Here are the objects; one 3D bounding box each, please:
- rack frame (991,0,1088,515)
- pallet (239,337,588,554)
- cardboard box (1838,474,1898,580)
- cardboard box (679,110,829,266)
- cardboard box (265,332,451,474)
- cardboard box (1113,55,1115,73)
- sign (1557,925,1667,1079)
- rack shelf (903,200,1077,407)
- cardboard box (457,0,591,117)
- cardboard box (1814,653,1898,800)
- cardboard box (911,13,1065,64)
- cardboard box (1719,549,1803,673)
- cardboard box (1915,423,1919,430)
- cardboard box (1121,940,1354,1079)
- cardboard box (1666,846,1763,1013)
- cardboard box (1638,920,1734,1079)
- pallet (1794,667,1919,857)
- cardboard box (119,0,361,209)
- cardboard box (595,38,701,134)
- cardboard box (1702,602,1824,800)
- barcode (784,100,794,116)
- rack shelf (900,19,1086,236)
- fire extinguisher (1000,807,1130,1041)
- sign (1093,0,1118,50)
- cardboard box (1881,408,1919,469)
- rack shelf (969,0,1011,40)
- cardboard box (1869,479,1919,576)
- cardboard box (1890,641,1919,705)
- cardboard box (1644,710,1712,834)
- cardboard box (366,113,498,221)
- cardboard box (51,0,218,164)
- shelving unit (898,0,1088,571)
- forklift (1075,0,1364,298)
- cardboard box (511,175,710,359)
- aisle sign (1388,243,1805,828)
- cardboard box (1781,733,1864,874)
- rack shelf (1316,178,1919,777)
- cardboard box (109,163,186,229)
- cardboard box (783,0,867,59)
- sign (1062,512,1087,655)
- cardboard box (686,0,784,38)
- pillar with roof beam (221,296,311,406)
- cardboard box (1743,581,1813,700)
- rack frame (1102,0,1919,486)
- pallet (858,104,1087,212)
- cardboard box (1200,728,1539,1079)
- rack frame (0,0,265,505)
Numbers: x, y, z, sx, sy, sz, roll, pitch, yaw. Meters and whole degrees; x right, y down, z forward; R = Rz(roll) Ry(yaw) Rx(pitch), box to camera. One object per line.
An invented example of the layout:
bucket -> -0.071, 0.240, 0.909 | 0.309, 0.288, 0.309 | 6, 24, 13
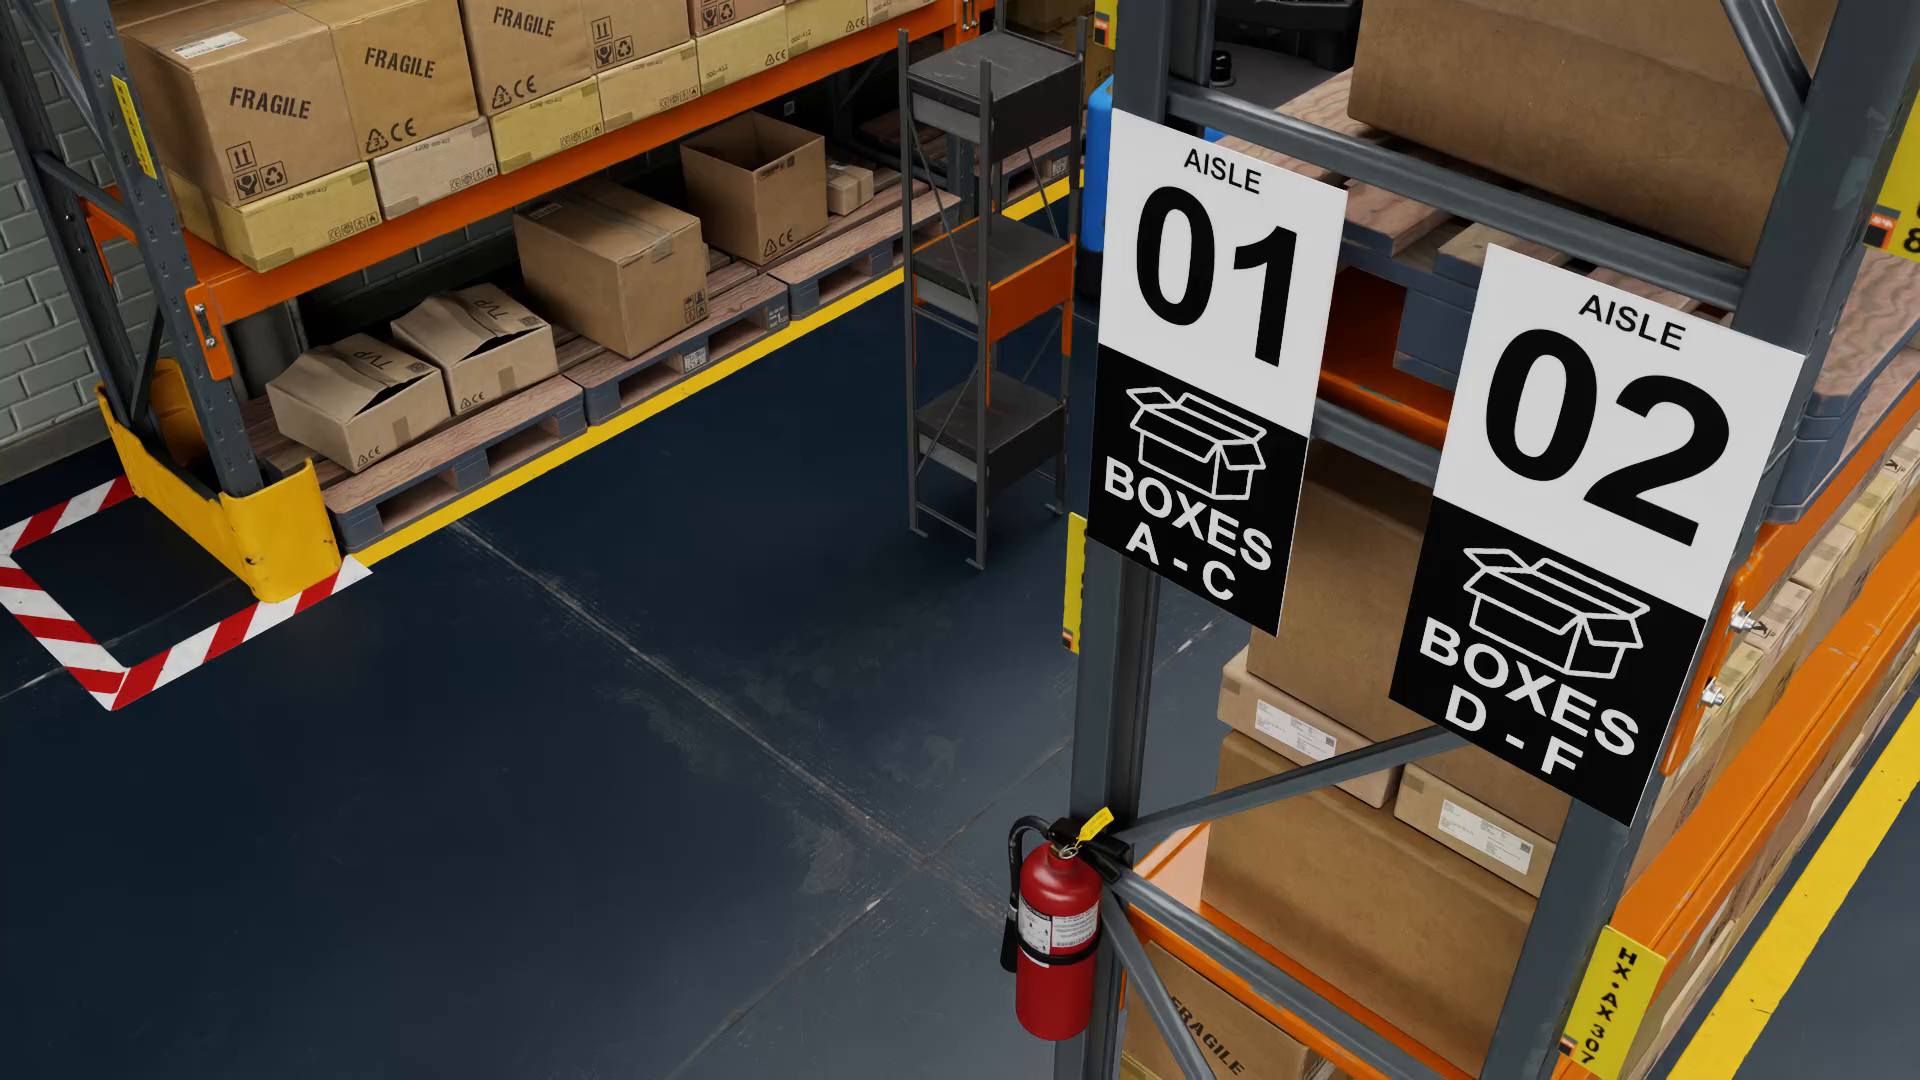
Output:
rack frame -> 0.276, -1.010, 6.333 | 0.400, 2.100, 0.015 | 30, 47, 32
pallet -> -2.406, -0.503, 7.213 | 1.003, 0.211, 1.213 | 30, 47, 32
cardboard box -> 1.919, -0.098, 3.862 | 0.380, 0.149, 0.250 | 29, 47, 31
cardboard box -> -1.003, -1.739, 8.182 | 0.500, 0.500, 0.500 | 26, 45, 29
cardboard box -> -2.498, -0.601, 6.903 | 0.500, 0.311, 0.500 | 24, 44, 27
cardboard box -> 0.837, -3.054, 9.835 | 0.700, 0.500, 0.500 | 30, 47, 32
sign -> 1.033, 0.743, 2.646 | 0.100, 0.325, 0.005 | 30, 47, 32
rack shelf -> 0.112, -0.887, 6.201 | 0.431, 0.518, 0.480 | 30, 47, 32
cardboard box -> -1.793, -1.995, 6.350 | 0.500, 0.500, 0.500 | 28, 46, 31
cardboard box -> 2.494, 0.419, 5.083 | 0.500, 0.500, 0.500 | 30, 47, 32
cardboard box -> 0.152, -2.578, 9.237 | 0.700, 0.500, 0.500 | 31, 48, 33
cardboard box -> 1.339, -0.147, 3.402 | 0.700, 0.500, 0.500 | 28, 46, 31
cardboard box -> 2.266, -0.333, 4.157 | 0.380, 0.149, 0.250 | 31, 48, 33
cardboard box -> 0.770, 1.124, 4.196 | 0.500, 0.500, 0.500 | 30, 47, 32
cardboard box -> 1.818, 0.877, 4.507 | 0.500, 0.500, 0.500 | 30, 47, 32
cardboard box -> 1.826, 1.175, 4.734 | 0.500, 0.250, 0.500 | 30, 47, 32
pallet -> 2.759, 0.479, 5.978 | 1.003, 0.211, 1.213 | 30, 47, 32
cardboard box -> -2.487, -1.537, 5.775 | 0.500, 0.500, 0.500 | 30, 47, 32
cardboard box -> -1.437, -1.949, 6.895 | 0.500, 0.250, 0.500 | 30, 47, 32
cardboard box -> 1.642, 0.160, 4.059 | 0.700, 0.500, 0.500 | 30, 47, 32
barcode -> -0.874, -2.211, 8.518 | 0.001, 0.075, 0.075 | 30, 47, 32
rack shelf -> 0.112, -1.435, 5.765 | 0.431, 0.518, 0.480 | 30, 47, 32
fire extinguisher -> 0.205, 0.767, 3.438 | 0.296, 0.674, 0.183 | 30, 47, 32
sign -> 0.237, -0.847, 2.347 | 0.100, 0.325, 0.005 | 30, 47, 32
cardboard box -> 2.016, -0.609, 3.983 | 0.700, 0.500, 0.500 | 30, 47, 32
rack shelf -> 1.017, -3.676, 9.541 | 1.077, 0.370, 4.000 | 30, 47, 32
cardboard box -> 2.339, -0.319, 4.661 | 0.700, 0.500, 0.500 | 30, 48, 32
cardboard box -> 3.175, 0.256, 5.890 | 0.500, 0.250, 0.500 | 30, 47, 32
cardboard box -> 1.228, 0.372, 3.271 | 0.380, 0.149, 0.250 | 28, 46, 31
cardboard box -> -2.128, -1.486, 6.313 | 0.500, 0.250, 0.500 | 28, 46, 31
cardboard box -> -2.870, -1.750, 6.042 | 0.500, 0.500, 0.500 | 29, 47, 31
shelving unit -> 0.112, -0.898, 6.192 | 0.431, 2.100, 0.503 | 30, 47, 32
forklift -> 1.692, -3.010, 8.181 | 1.130, 2.935, 3.031 | 18, 42, 21
cardboard box -> -1.582, -1.253, 7.571 | 0.700, 0.500, 0.500 | 27, 46, 29
aisle sign -> 0.810, 0.018, 2.228 | 0.394, 0.787, 0.004 | 30, 47, 32
cardboard box -> 2.504, 0.718, 5.309 | 0.500, 0.250, 0.500 | 30, 47, 32
rack shelf -> 1.977, -0.934, 3.683 | 1.077, 0.370, 4.000 | 30, 47, 32
cardboard box -> -2.859, -1.446, 6.263 | 0.500, 0.250, 0.500 | 30, 48, 32
cardboard box -> -0.771, -2.418, 7.485 | 0.500, 0.250, 0.500 | 30, 47, 32
sign -> 0.237, 0.097, 3.097 | 0.100, 0.325, 0.005 | 30, 47, 32
cardboard box -> -1.104, -2.476, 6.956 | 0.500, 0.500, 0.500 | 28, 46, 31
pillar with roof beam -> -0.020, -2.427, 2.571 | 9.100, 9.000, 0.400 | 30, 47, 32
cardboard box -> 1.569, 0.143, 3.559 | 0.380, 0.149, 0.250 | 29, 47, 31
rack frame -> 0.628, -1.471, 1.370 | 1.000, 3.000, 0.127 | 30, 47, 32
pallet -> 0.191, -2.306, 9.480 | 1.003, 0.211, 1.213 | 30, 47, 32
cardboard box -> 0.952, 0.629, 3.469 | 0.700, 0.500, 0.500 | 30, 47, 32
rack frame -> -3.031, -1.201, 5.851 | 1.000, 3.000, 0.127 | 30, 47, 32
